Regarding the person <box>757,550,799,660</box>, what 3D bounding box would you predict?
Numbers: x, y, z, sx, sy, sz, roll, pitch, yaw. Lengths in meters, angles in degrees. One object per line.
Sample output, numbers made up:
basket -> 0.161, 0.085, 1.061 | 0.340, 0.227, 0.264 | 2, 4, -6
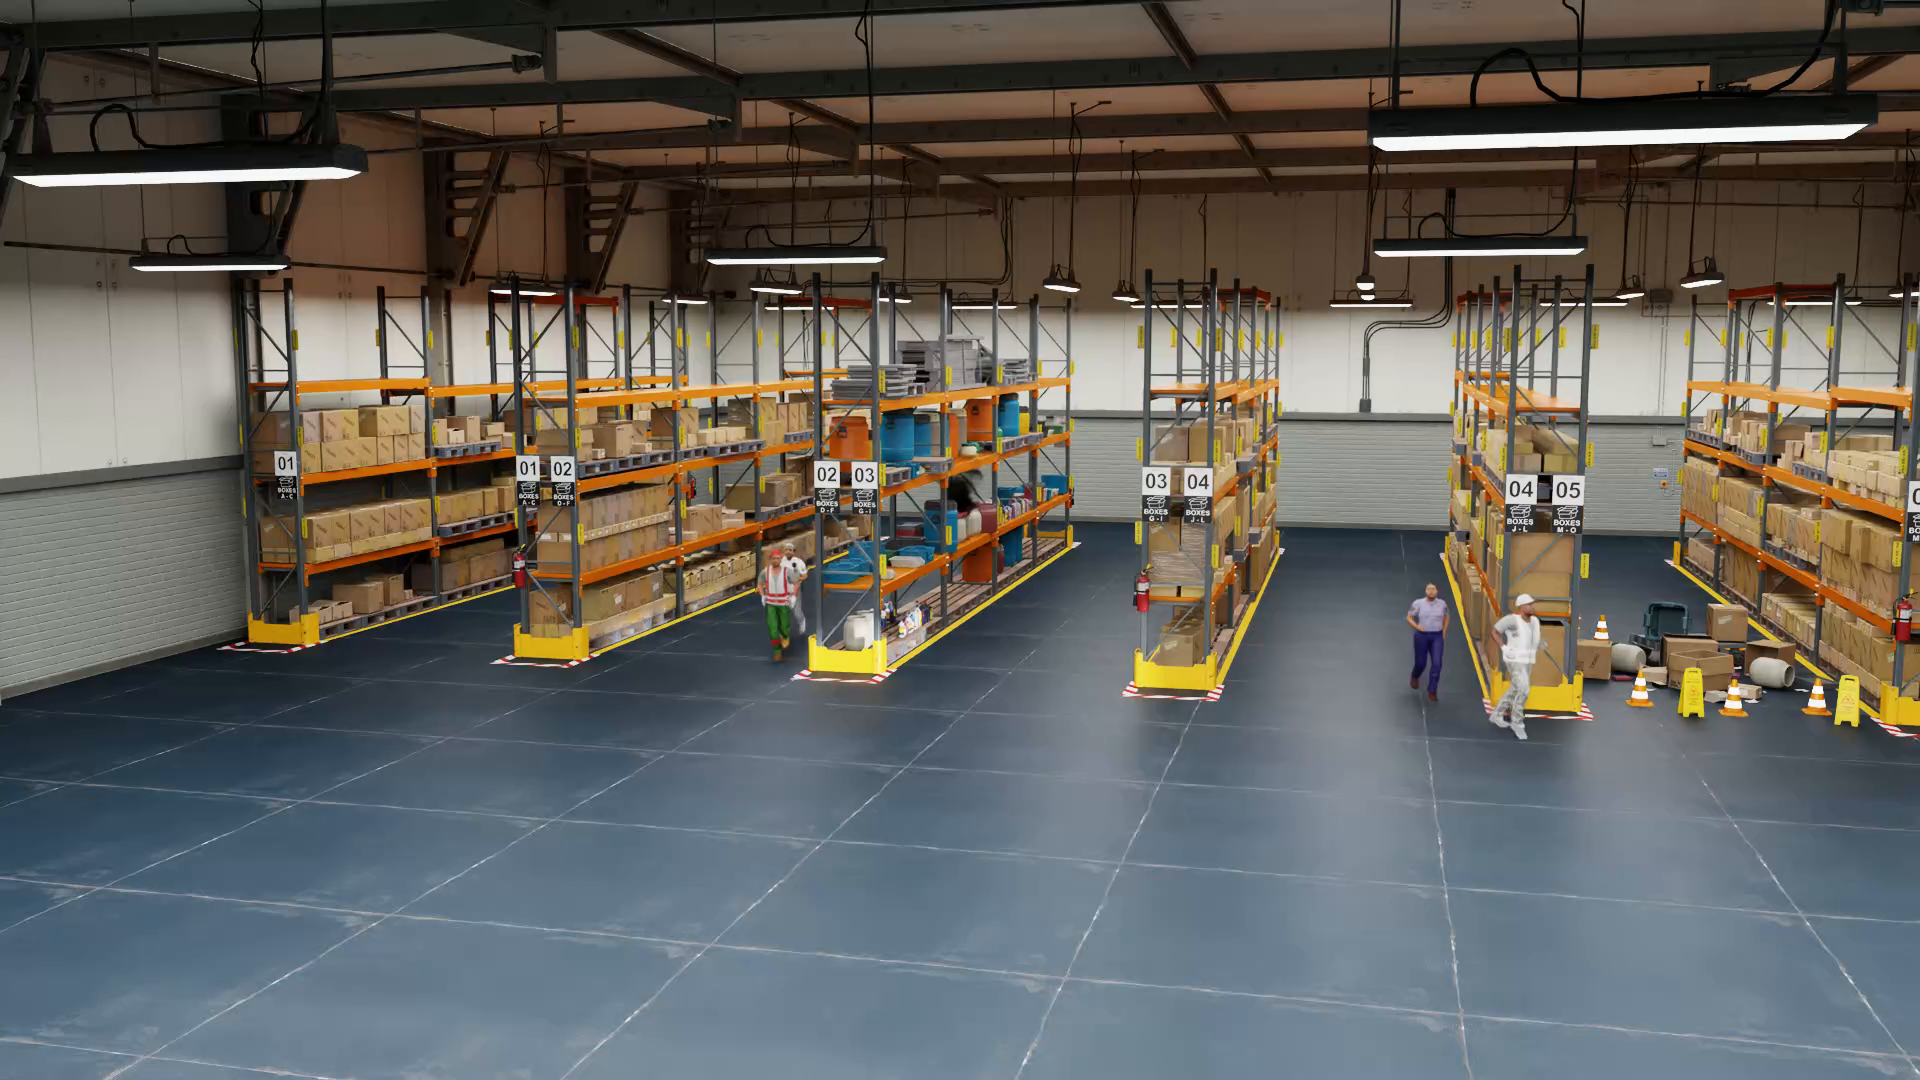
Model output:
person -> -2.867, 1.000, 26.261 | 0.665, 1.742, 0.639 | 0, 7, -1

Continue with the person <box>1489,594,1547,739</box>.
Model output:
person -> 7.150, 1.598, 21.246 | 0.658, 1.841, 0.722 | -5, 8, -35

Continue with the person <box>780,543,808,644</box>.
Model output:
person -> -2.834, 0.865, 27.717 | 0.619, 1.637, 0.862 | 1, 7, 10

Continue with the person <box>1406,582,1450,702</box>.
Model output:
person -> 6.595, 1.415, 23.431 | 0.615, 1.665, 0.713 | 1, 7, 6
